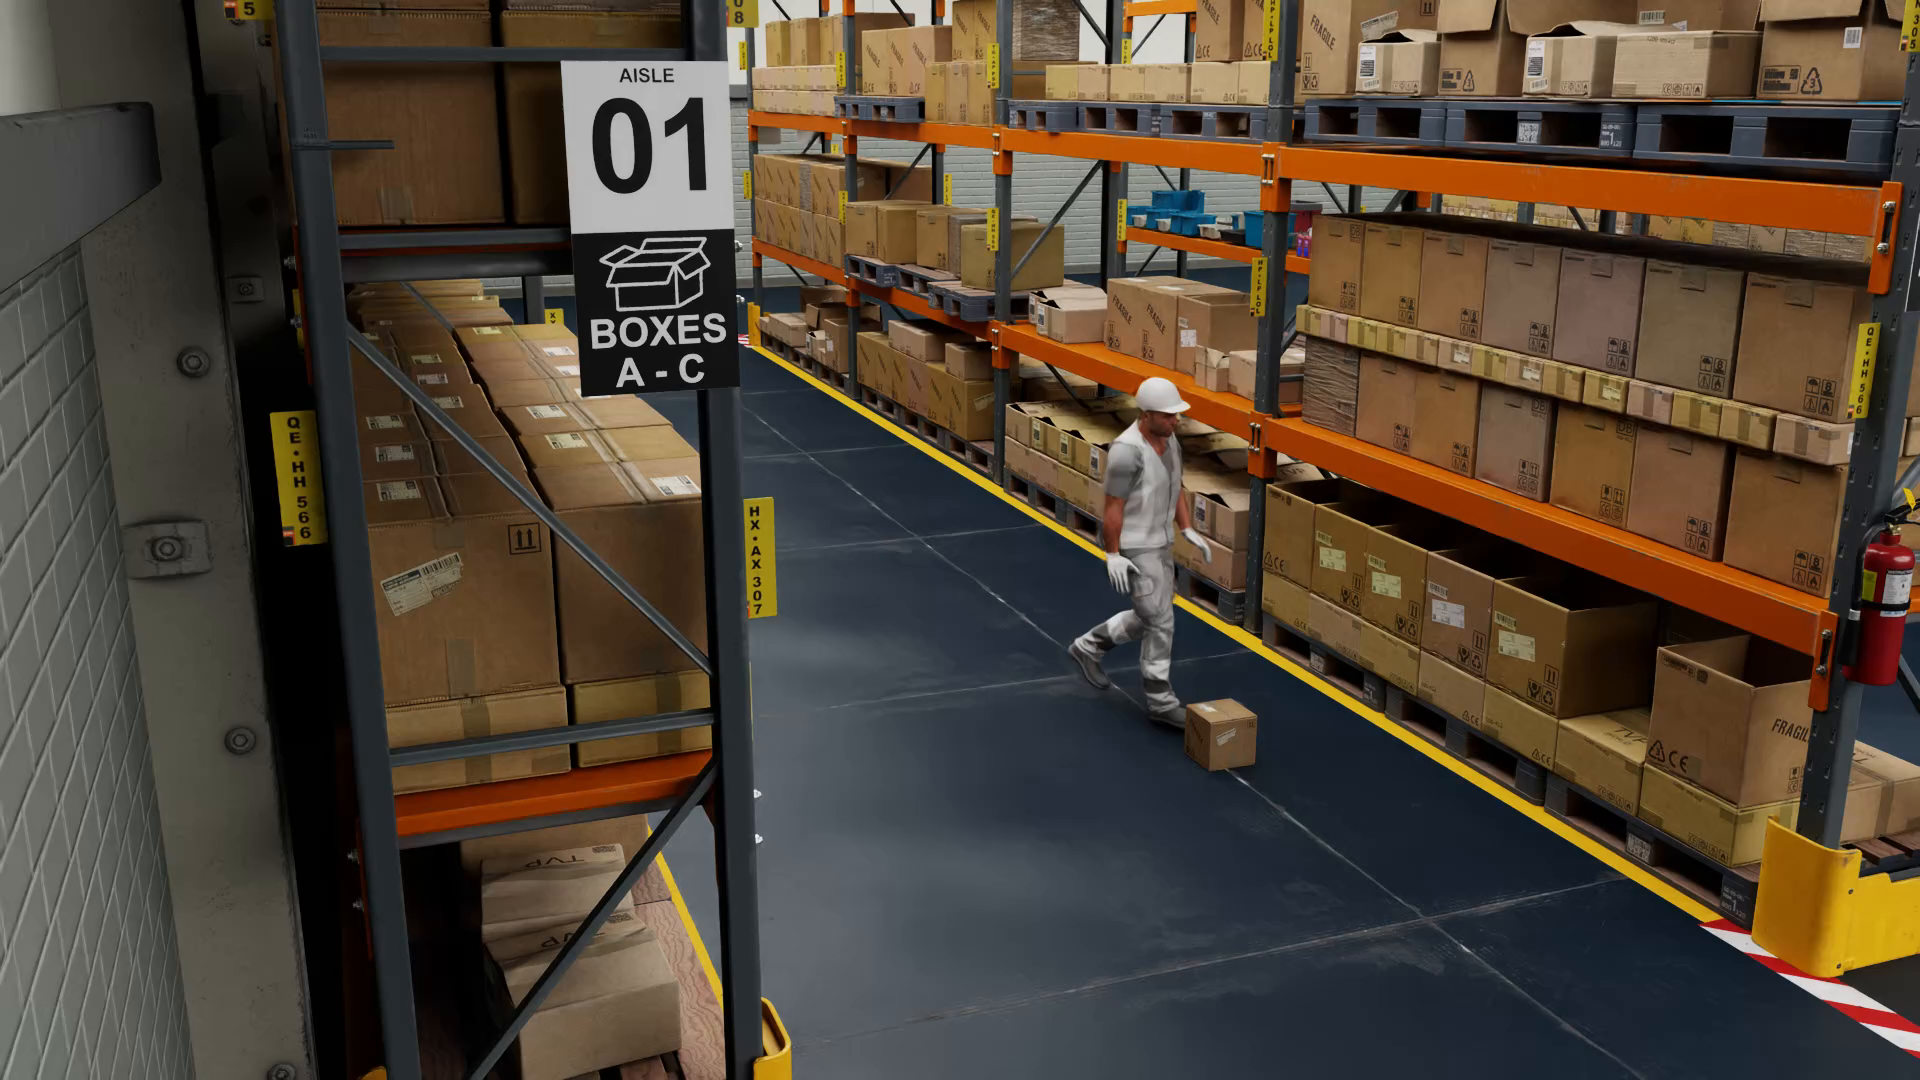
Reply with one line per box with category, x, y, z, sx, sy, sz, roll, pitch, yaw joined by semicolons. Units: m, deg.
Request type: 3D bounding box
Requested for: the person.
person;0.886;0.042;8.314;0.832;1.760;0.554;9;18;29
